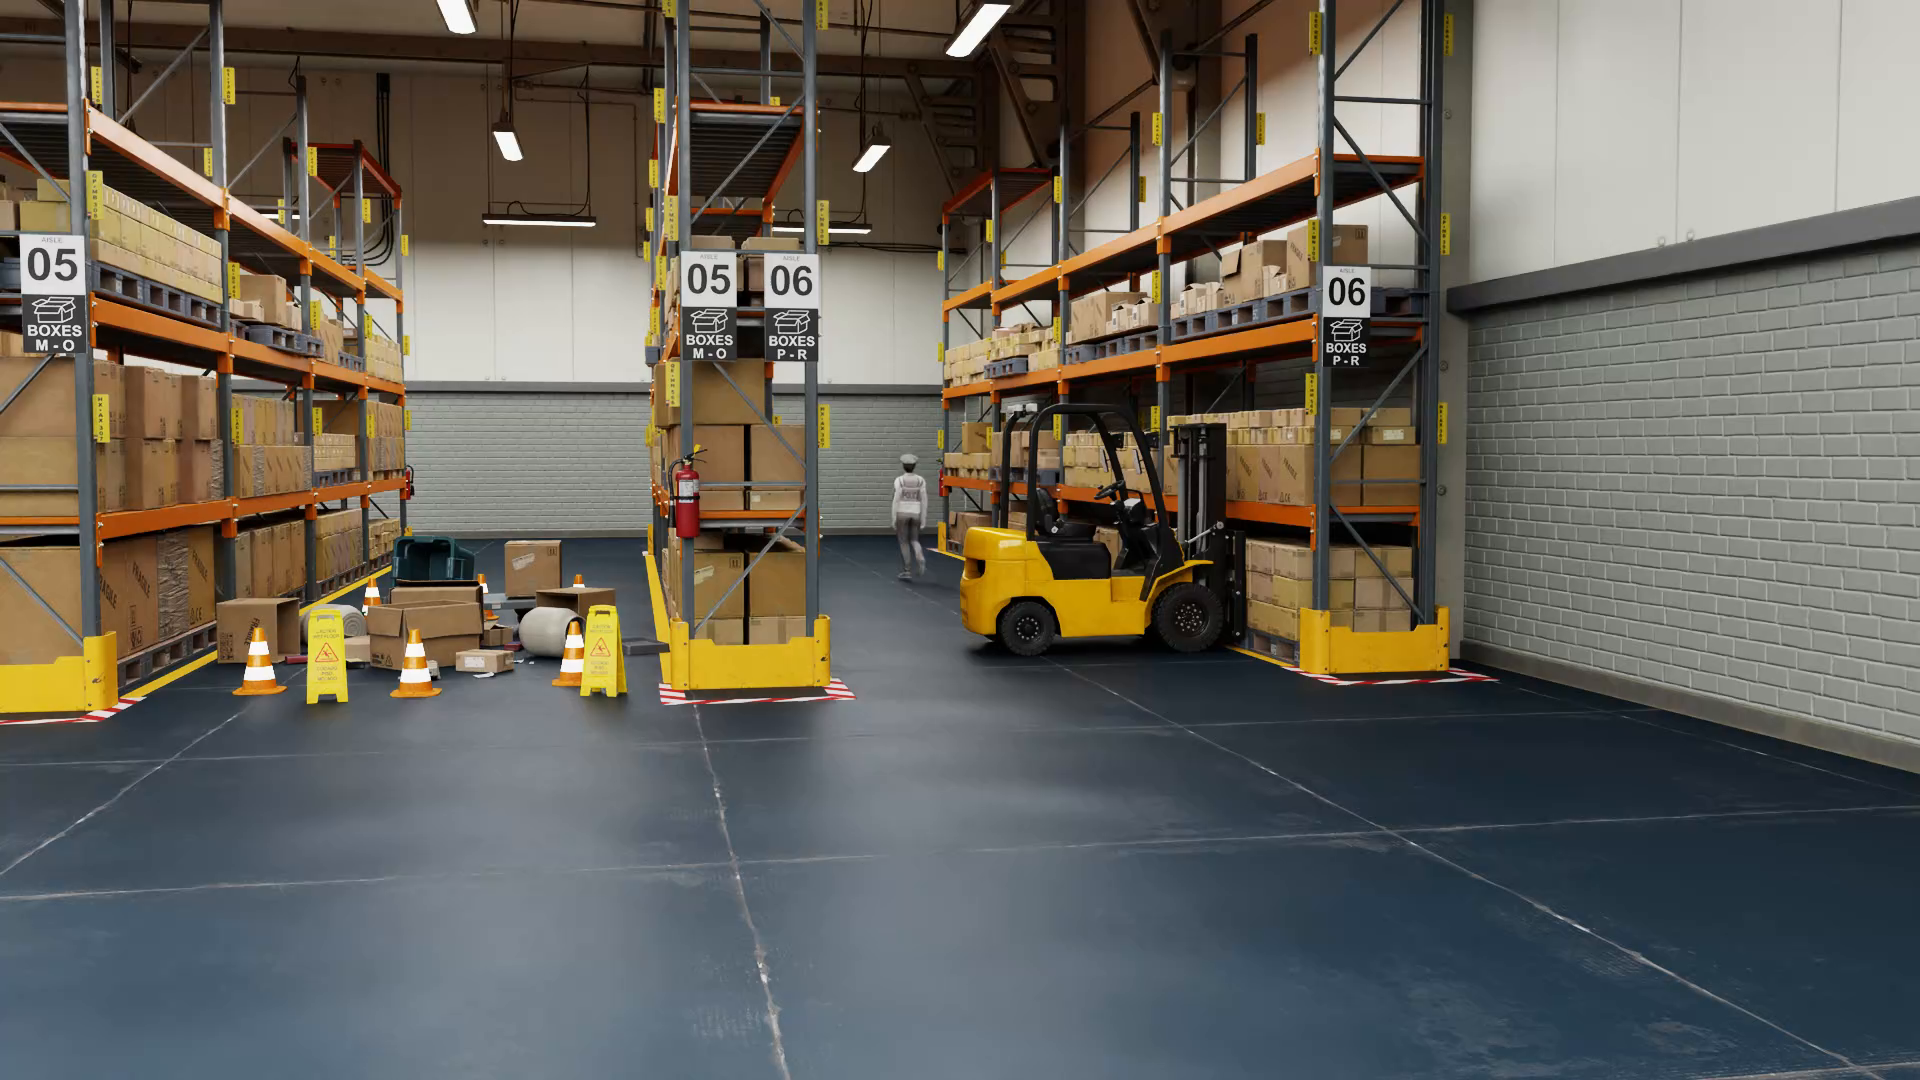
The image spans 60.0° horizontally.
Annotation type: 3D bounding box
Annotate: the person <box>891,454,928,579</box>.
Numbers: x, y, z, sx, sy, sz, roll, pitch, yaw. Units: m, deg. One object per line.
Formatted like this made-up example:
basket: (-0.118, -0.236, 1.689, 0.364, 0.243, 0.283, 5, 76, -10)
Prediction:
person: (-0.672, -0.319, 22.312, 0.482, 1.679, 0.476, -1, 3, -24)
